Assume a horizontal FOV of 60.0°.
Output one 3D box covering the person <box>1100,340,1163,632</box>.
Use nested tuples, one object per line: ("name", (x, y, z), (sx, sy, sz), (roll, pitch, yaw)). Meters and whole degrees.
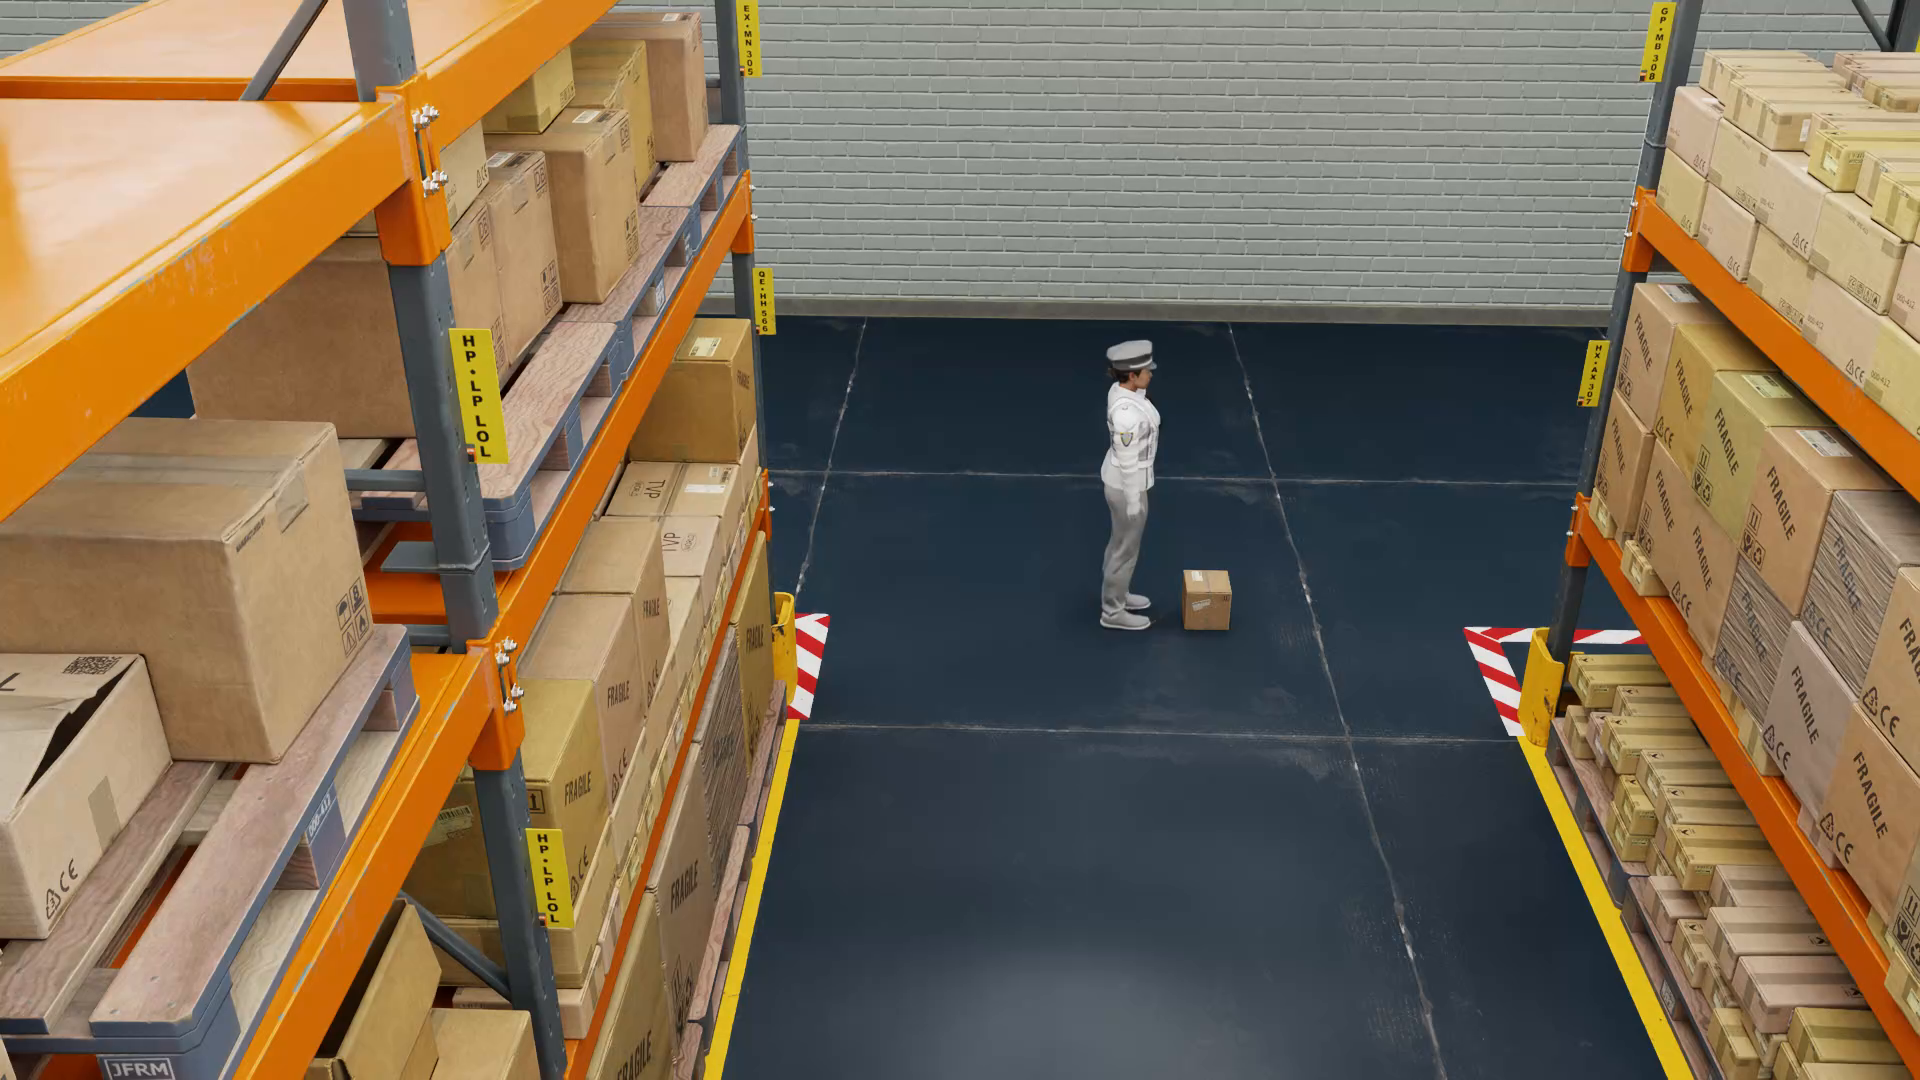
("person", (0.938, -0.302, 9.172), (0.329, 1.678, 0.468), (2, 28, 3))
